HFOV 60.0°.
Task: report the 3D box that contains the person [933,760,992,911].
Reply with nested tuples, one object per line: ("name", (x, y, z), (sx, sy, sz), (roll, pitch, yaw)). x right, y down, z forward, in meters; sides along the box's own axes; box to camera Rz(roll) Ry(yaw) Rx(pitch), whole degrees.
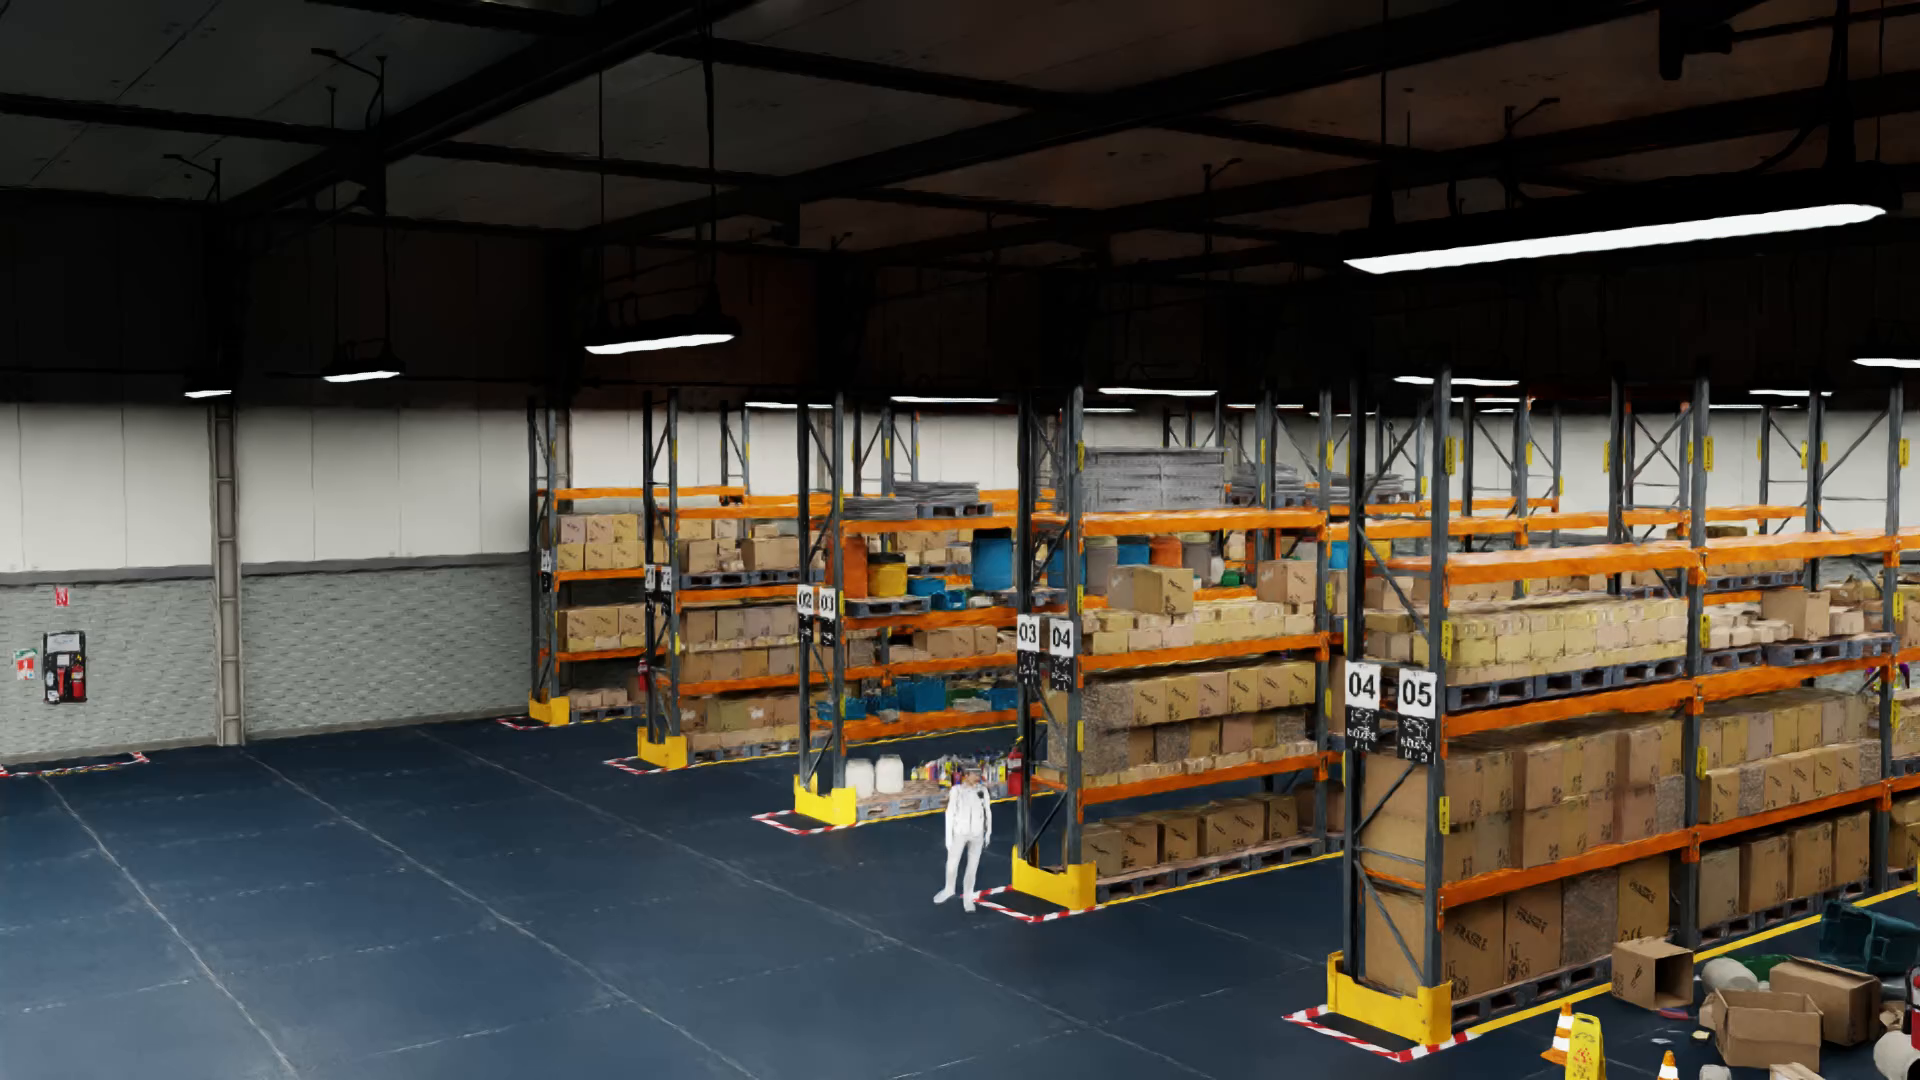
("person", (0.037, 3.241, 18.327), (0.642, 1.659, 0.454), (0, 3, -8))

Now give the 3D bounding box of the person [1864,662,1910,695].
("person", (16.125, 2.598, 28.910), (0.712, 1.697, 0.831), (2, 4, 36))
